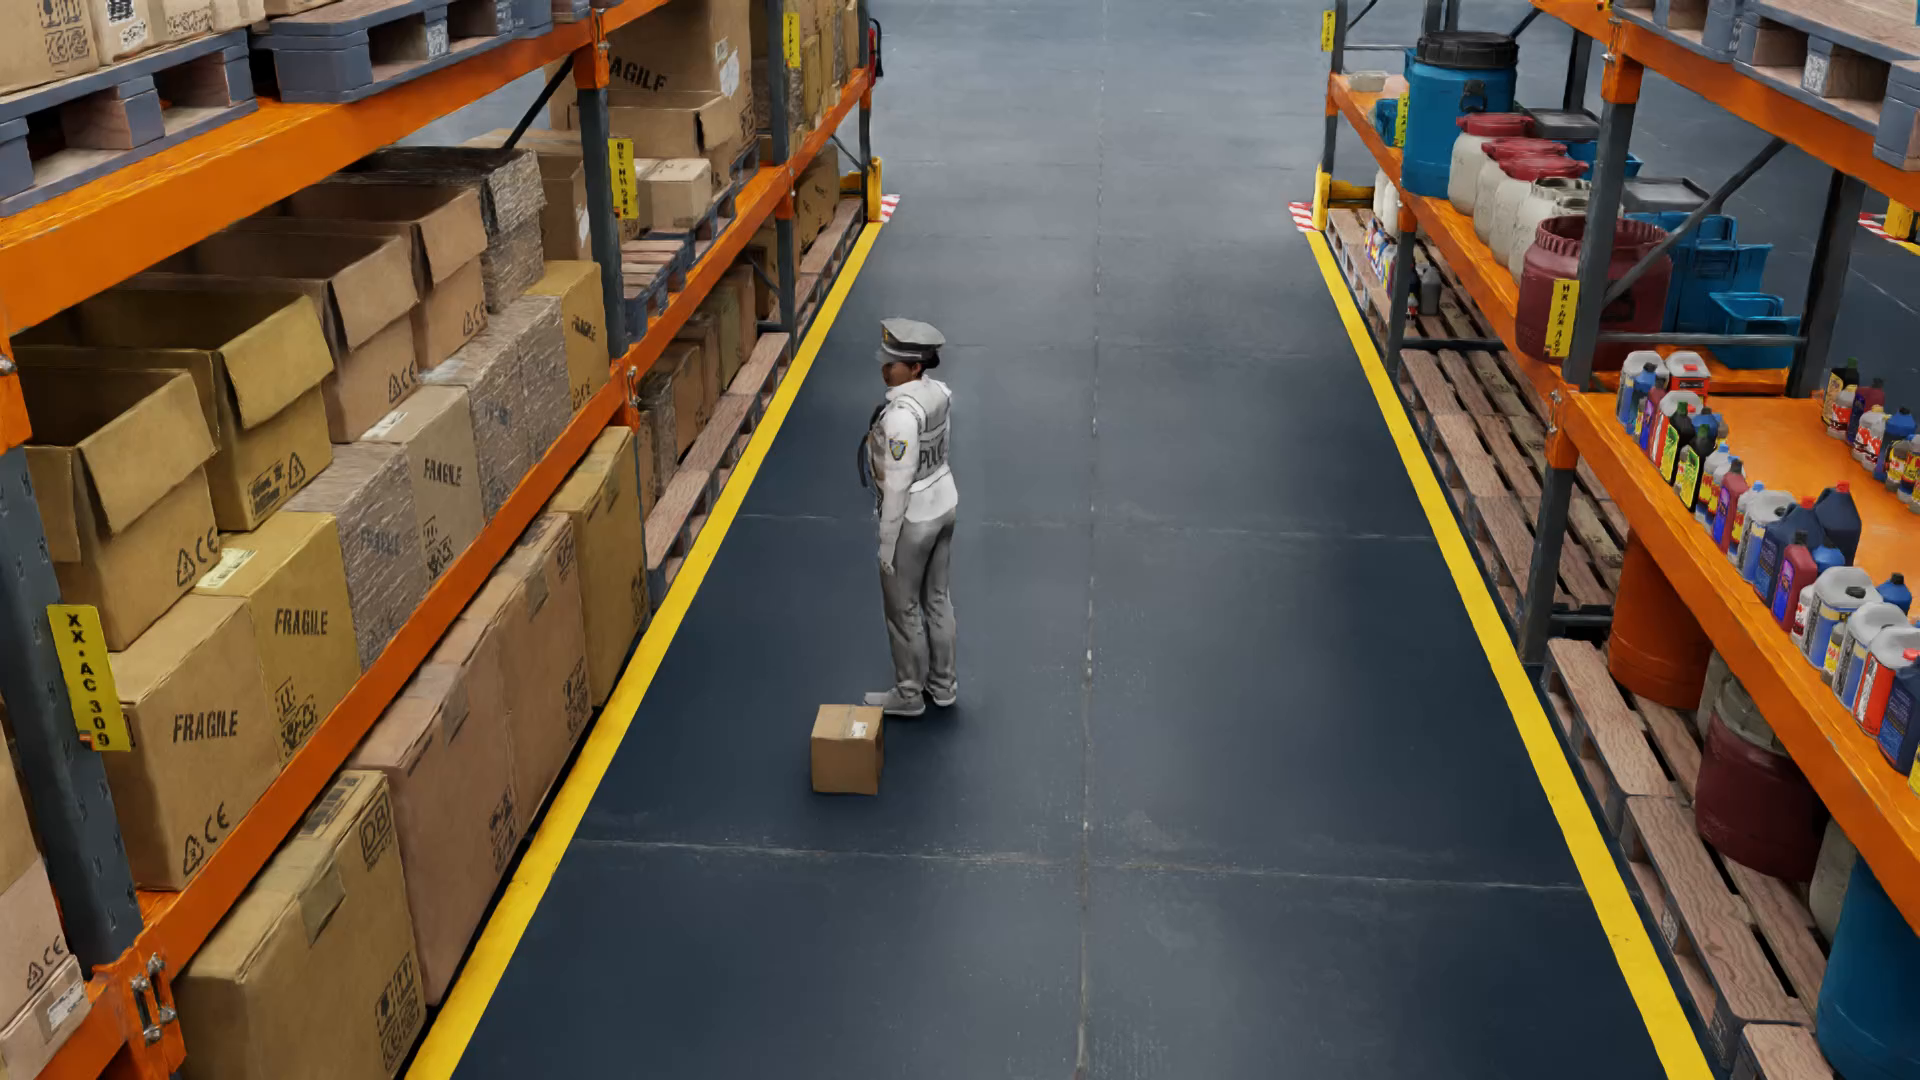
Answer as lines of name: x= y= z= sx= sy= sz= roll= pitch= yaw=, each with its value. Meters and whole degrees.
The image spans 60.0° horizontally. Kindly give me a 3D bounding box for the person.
person: x=-0.199 y=-0.077 z=6.709 sx=0.365 sy=1.681 sz=0.528 roll=12 pitch=27 yaw=24
